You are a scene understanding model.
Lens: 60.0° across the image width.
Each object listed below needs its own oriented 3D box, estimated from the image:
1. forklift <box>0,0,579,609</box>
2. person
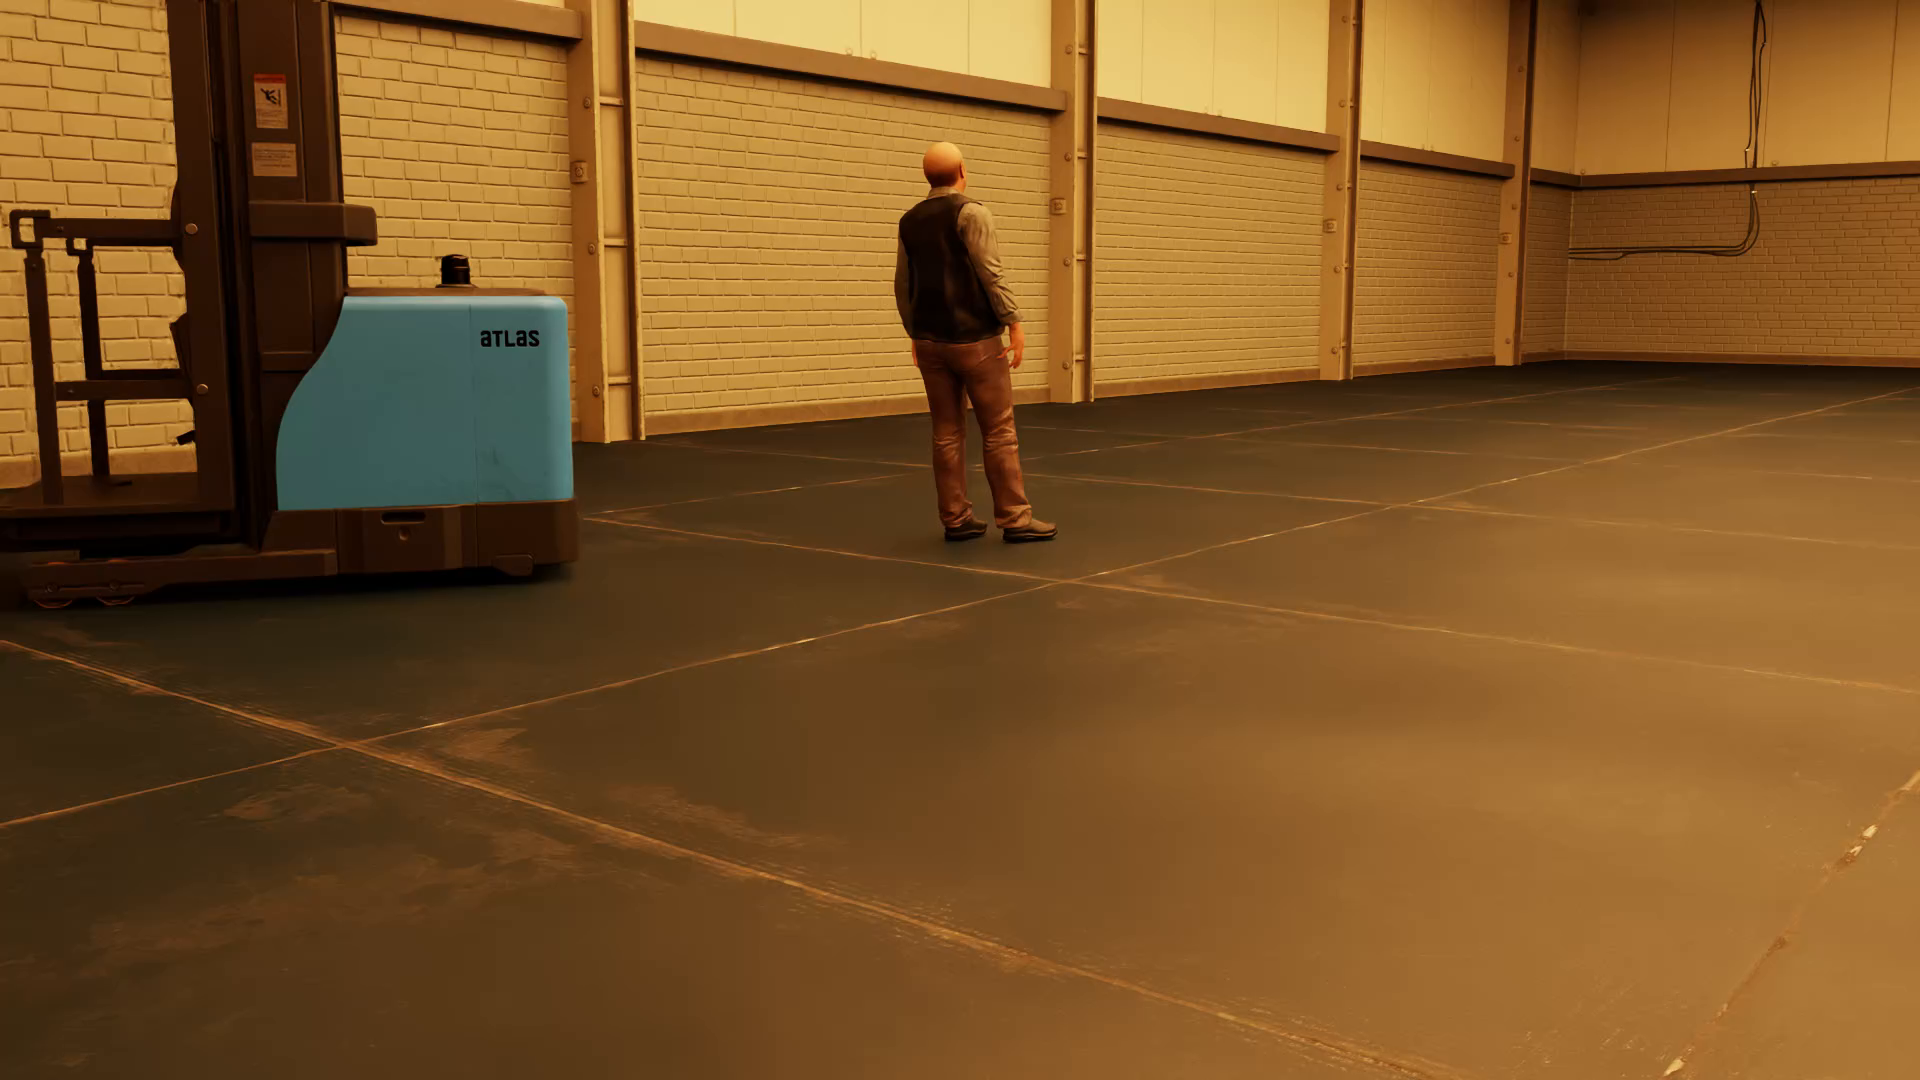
[{"bbox_3d":[-3.041,-1.296,6.141,3.031,2.935,1.130,-3,9,-18],"label":"forklift"},{"bbox_3d":[0.045,-0.865,7.322,0.632,1.720,0.568,7,11,38],"label":"person"}]
